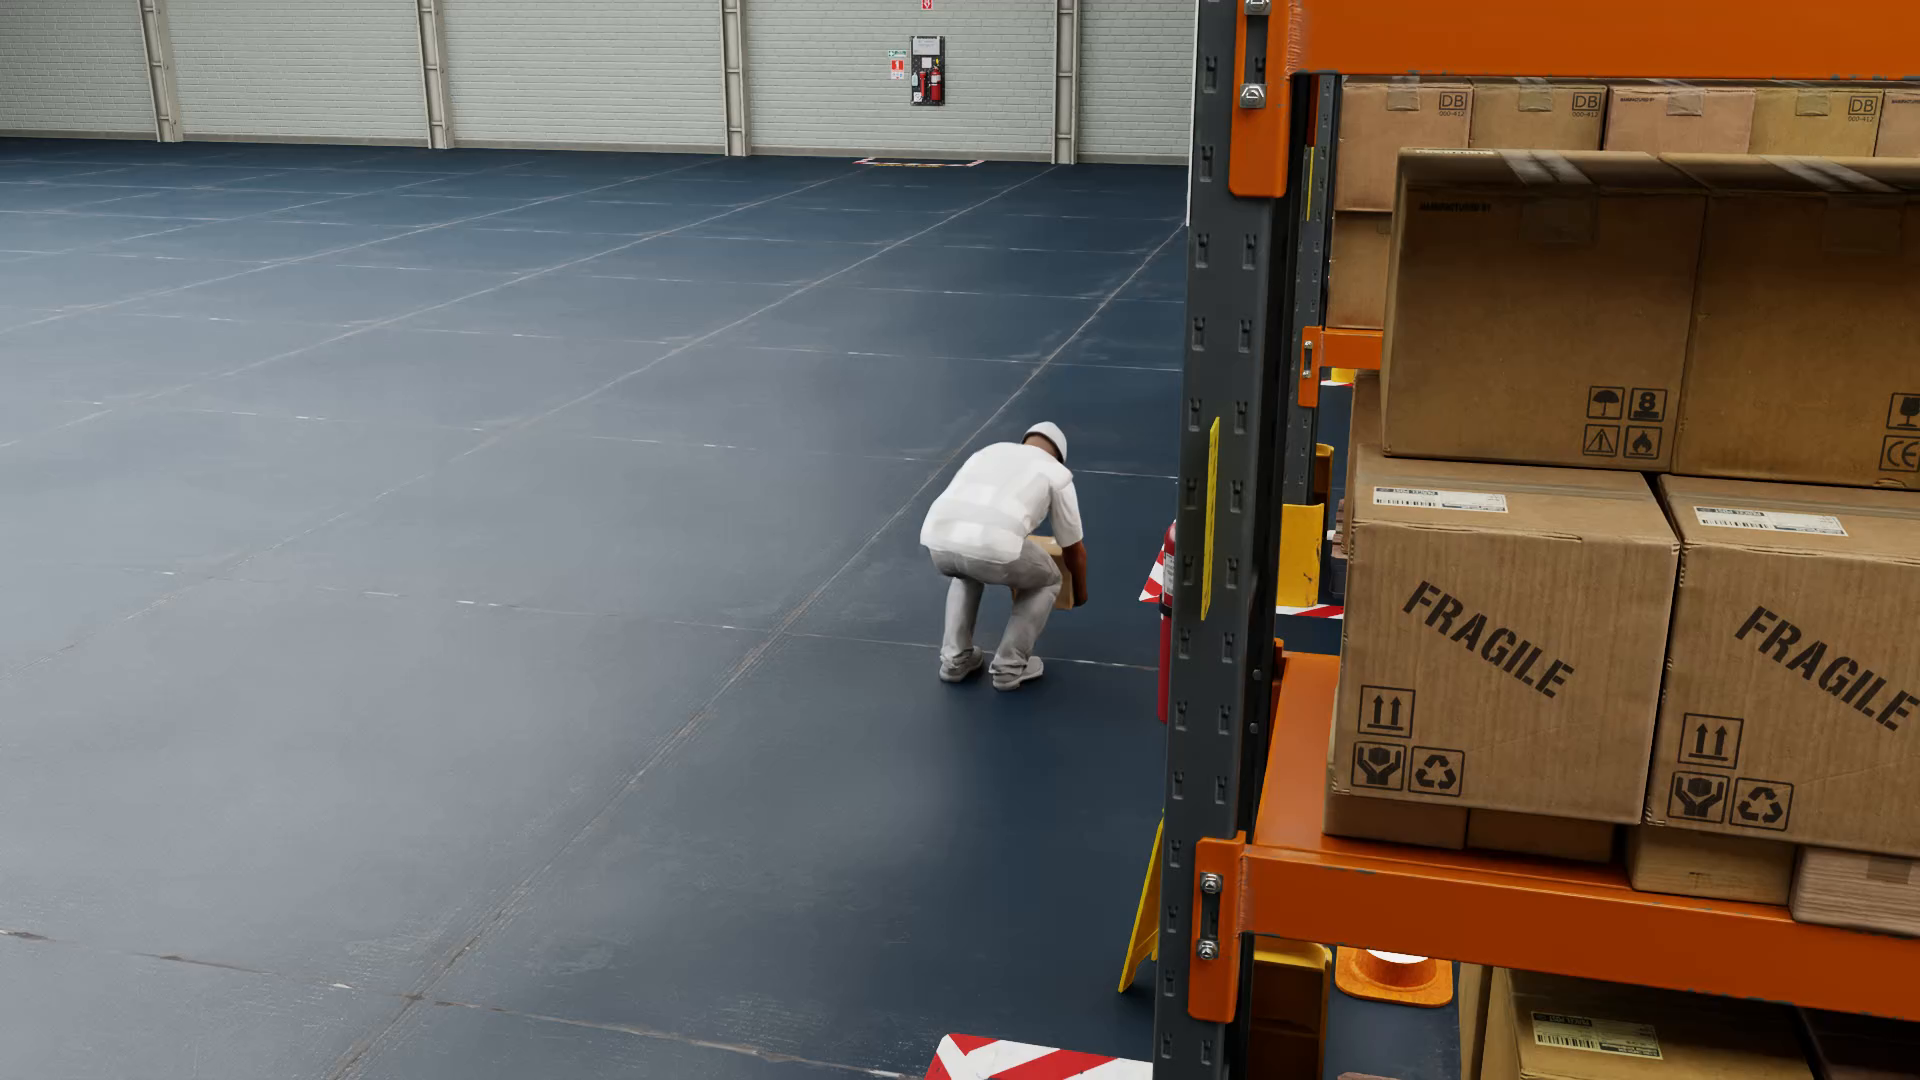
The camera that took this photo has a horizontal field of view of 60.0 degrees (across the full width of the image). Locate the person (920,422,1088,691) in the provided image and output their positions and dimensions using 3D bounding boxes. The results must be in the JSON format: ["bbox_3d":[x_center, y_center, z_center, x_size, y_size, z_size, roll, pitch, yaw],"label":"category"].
[{"bbox_3d":[0.191,0.066,7.050,0.521,1.001,0.960,10,21,29],"label":"person"}]
